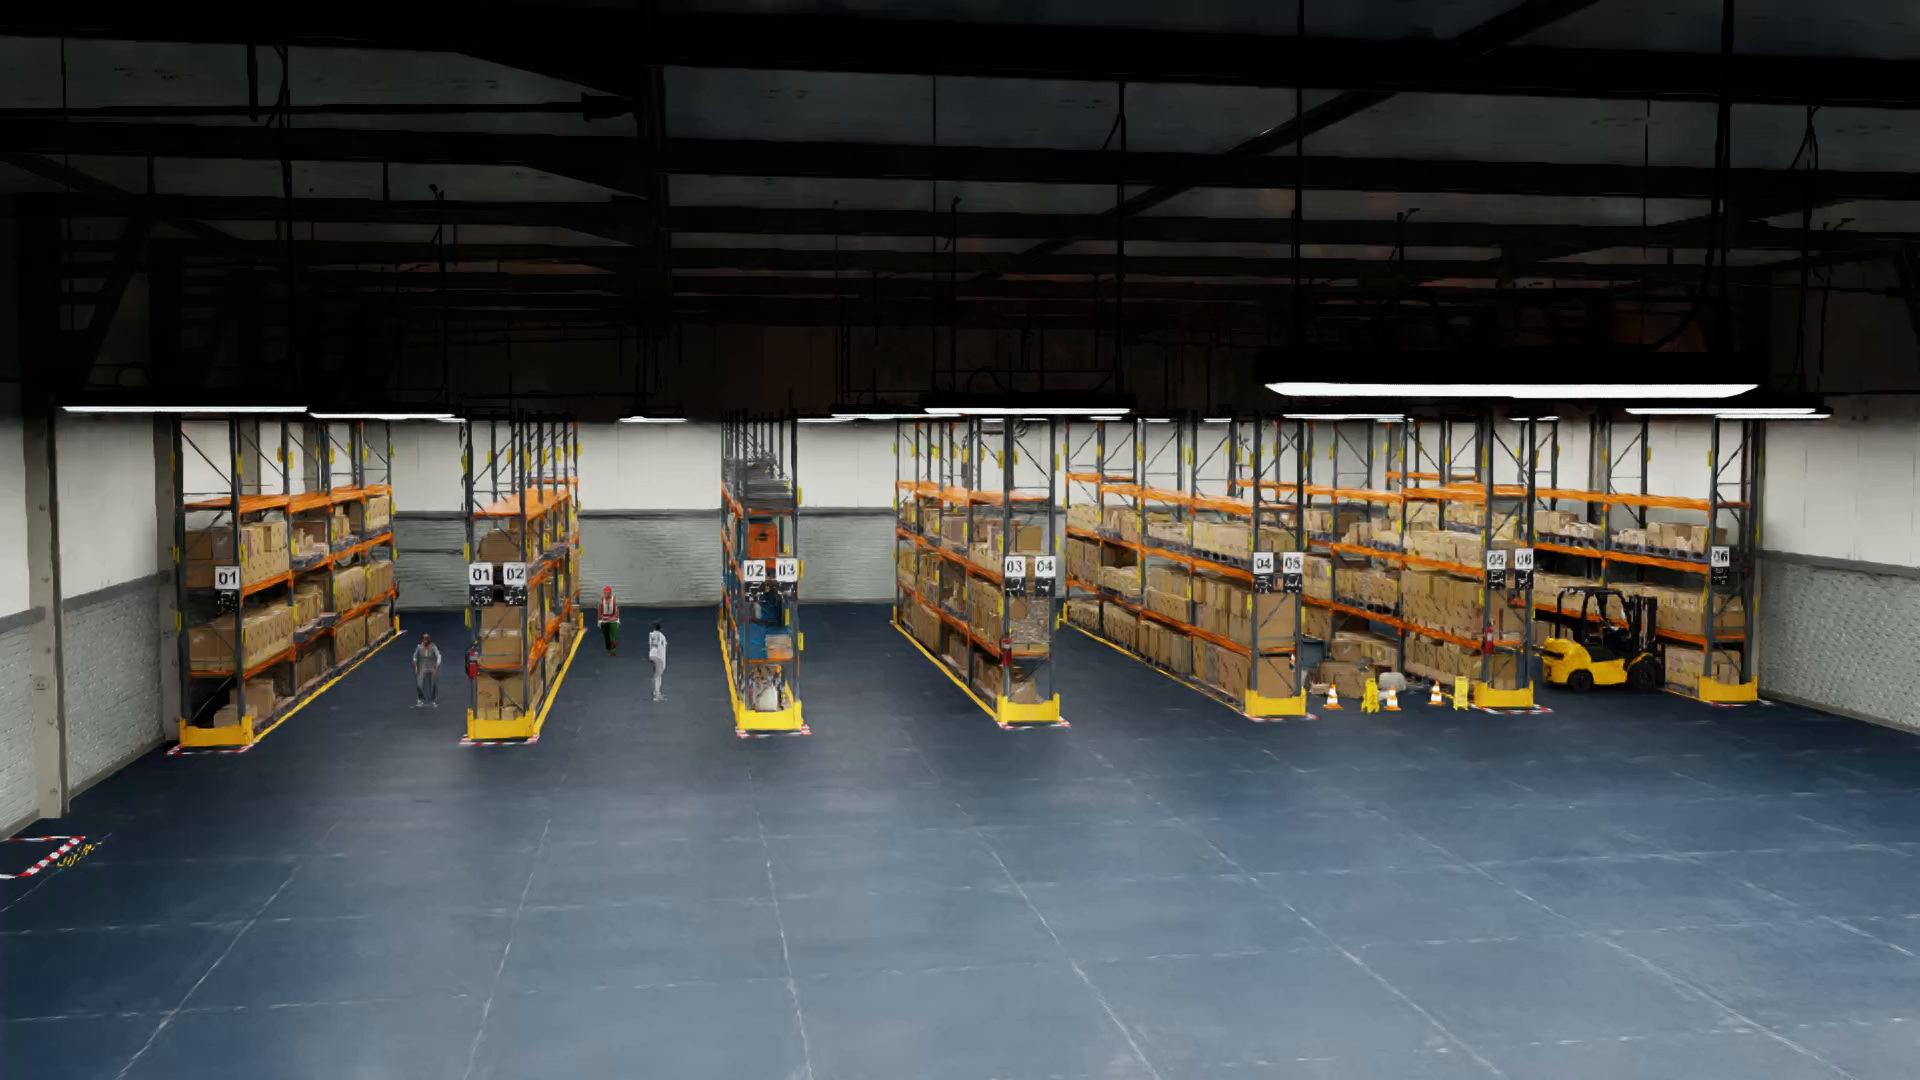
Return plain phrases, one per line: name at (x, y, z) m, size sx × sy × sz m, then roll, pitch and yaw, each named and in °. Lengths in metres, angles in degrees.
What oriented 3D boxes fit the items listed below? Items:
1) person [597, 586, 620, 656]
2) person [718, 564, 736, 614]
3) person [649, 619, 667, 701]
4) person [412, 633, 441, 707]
person at (-8.715, 1.979, 41.224) m, size 0.553 × 1.709 × 1.123 m, roll -1°, pitch 4°, yaw -7°
person at (-6.813, 1.404, 49.412) m, size 0.589 × 1.757 × 0.948 m, roll -3°, pitch 5°, yaw -35°
person at (-6.226, 2.472, 34.443) m, size 0.416 × 1.677 × 0.532 m, roll -3°, pitch 5°, yaw -39°
person at (-10.752, 2.619, 33.554) m, size 0.566 × 1.541 × 0.519 m, roll -1°, pitch 4°, yaw -12°
